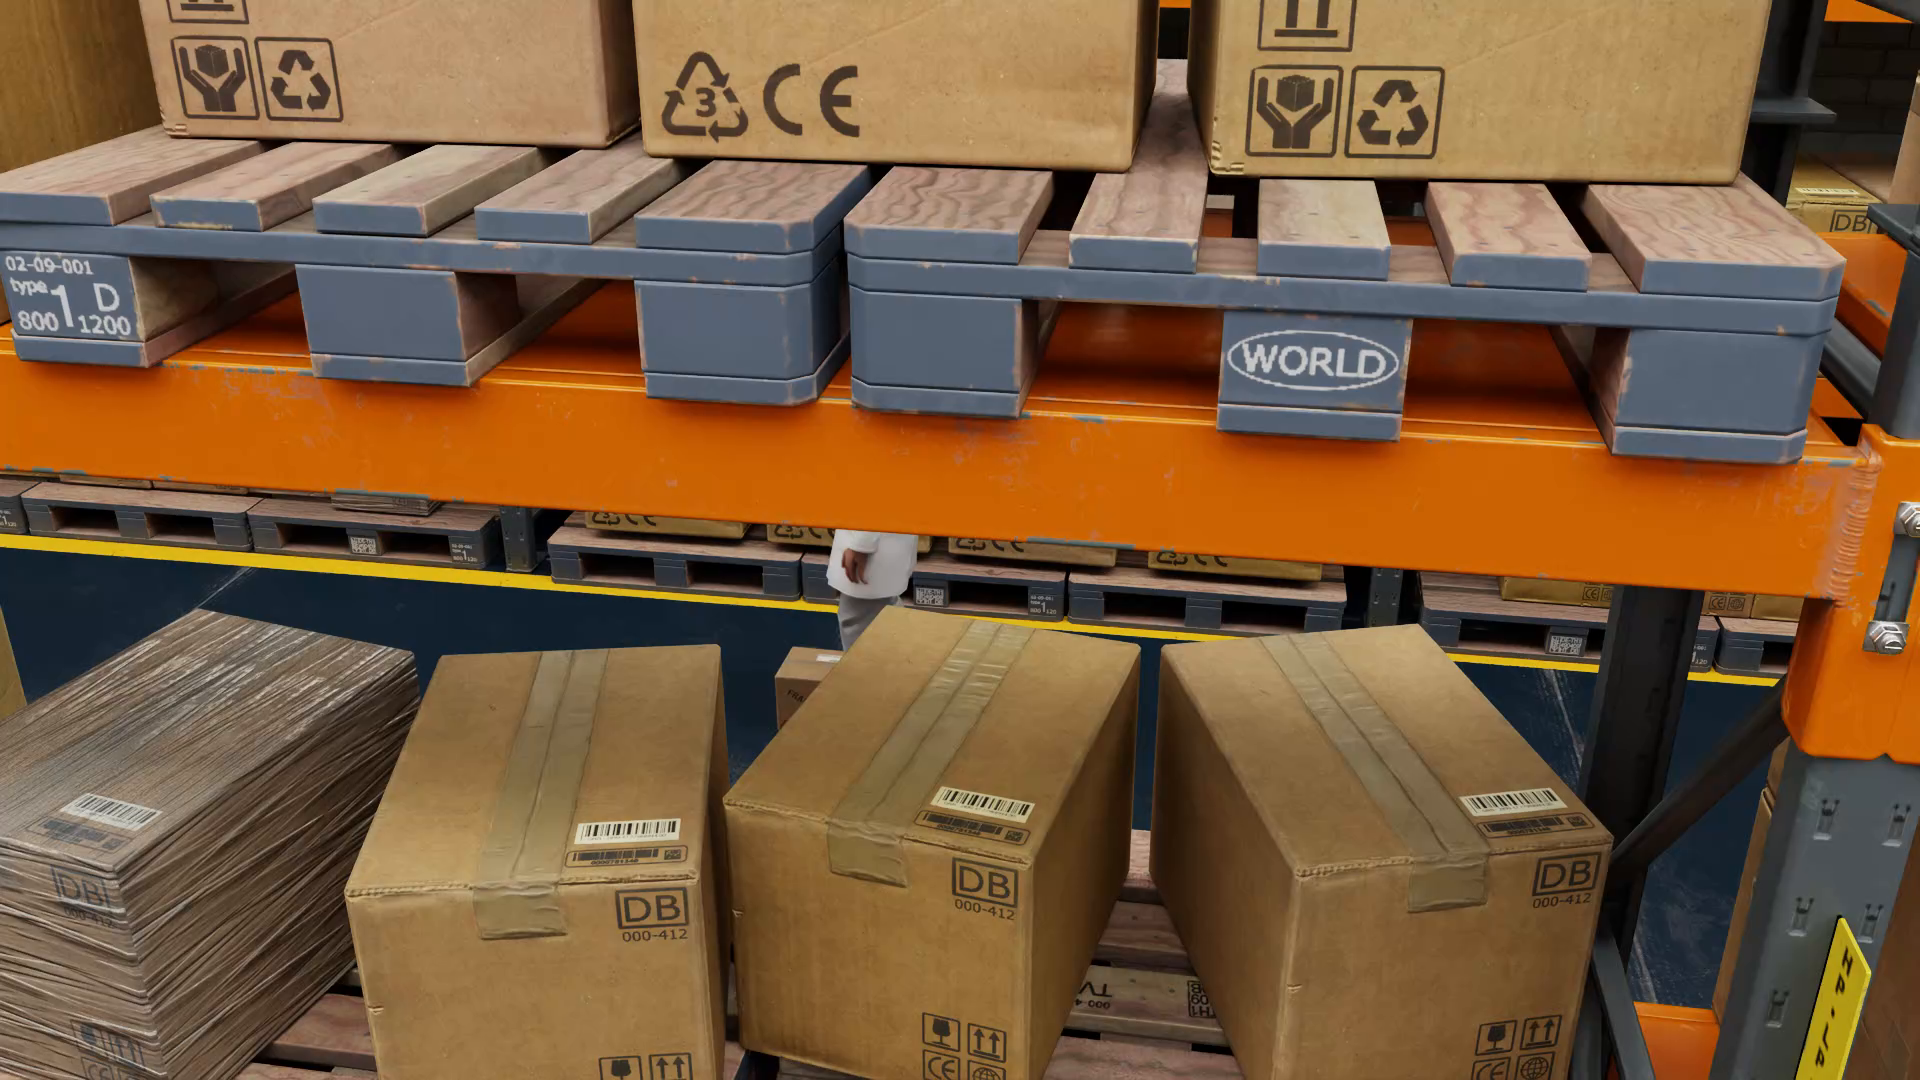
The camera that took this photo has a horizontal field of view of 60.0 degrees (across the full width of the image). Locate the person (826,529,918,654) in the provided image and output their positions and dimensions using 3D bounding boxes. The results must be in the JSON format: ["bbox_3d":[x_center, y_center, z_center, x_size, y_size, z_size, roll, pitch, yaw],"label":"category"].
[{"bbox_3d":[-0.335,-0.074,6.287,0.429,1.772,0.645,3,25,6],"label":"person"}]
